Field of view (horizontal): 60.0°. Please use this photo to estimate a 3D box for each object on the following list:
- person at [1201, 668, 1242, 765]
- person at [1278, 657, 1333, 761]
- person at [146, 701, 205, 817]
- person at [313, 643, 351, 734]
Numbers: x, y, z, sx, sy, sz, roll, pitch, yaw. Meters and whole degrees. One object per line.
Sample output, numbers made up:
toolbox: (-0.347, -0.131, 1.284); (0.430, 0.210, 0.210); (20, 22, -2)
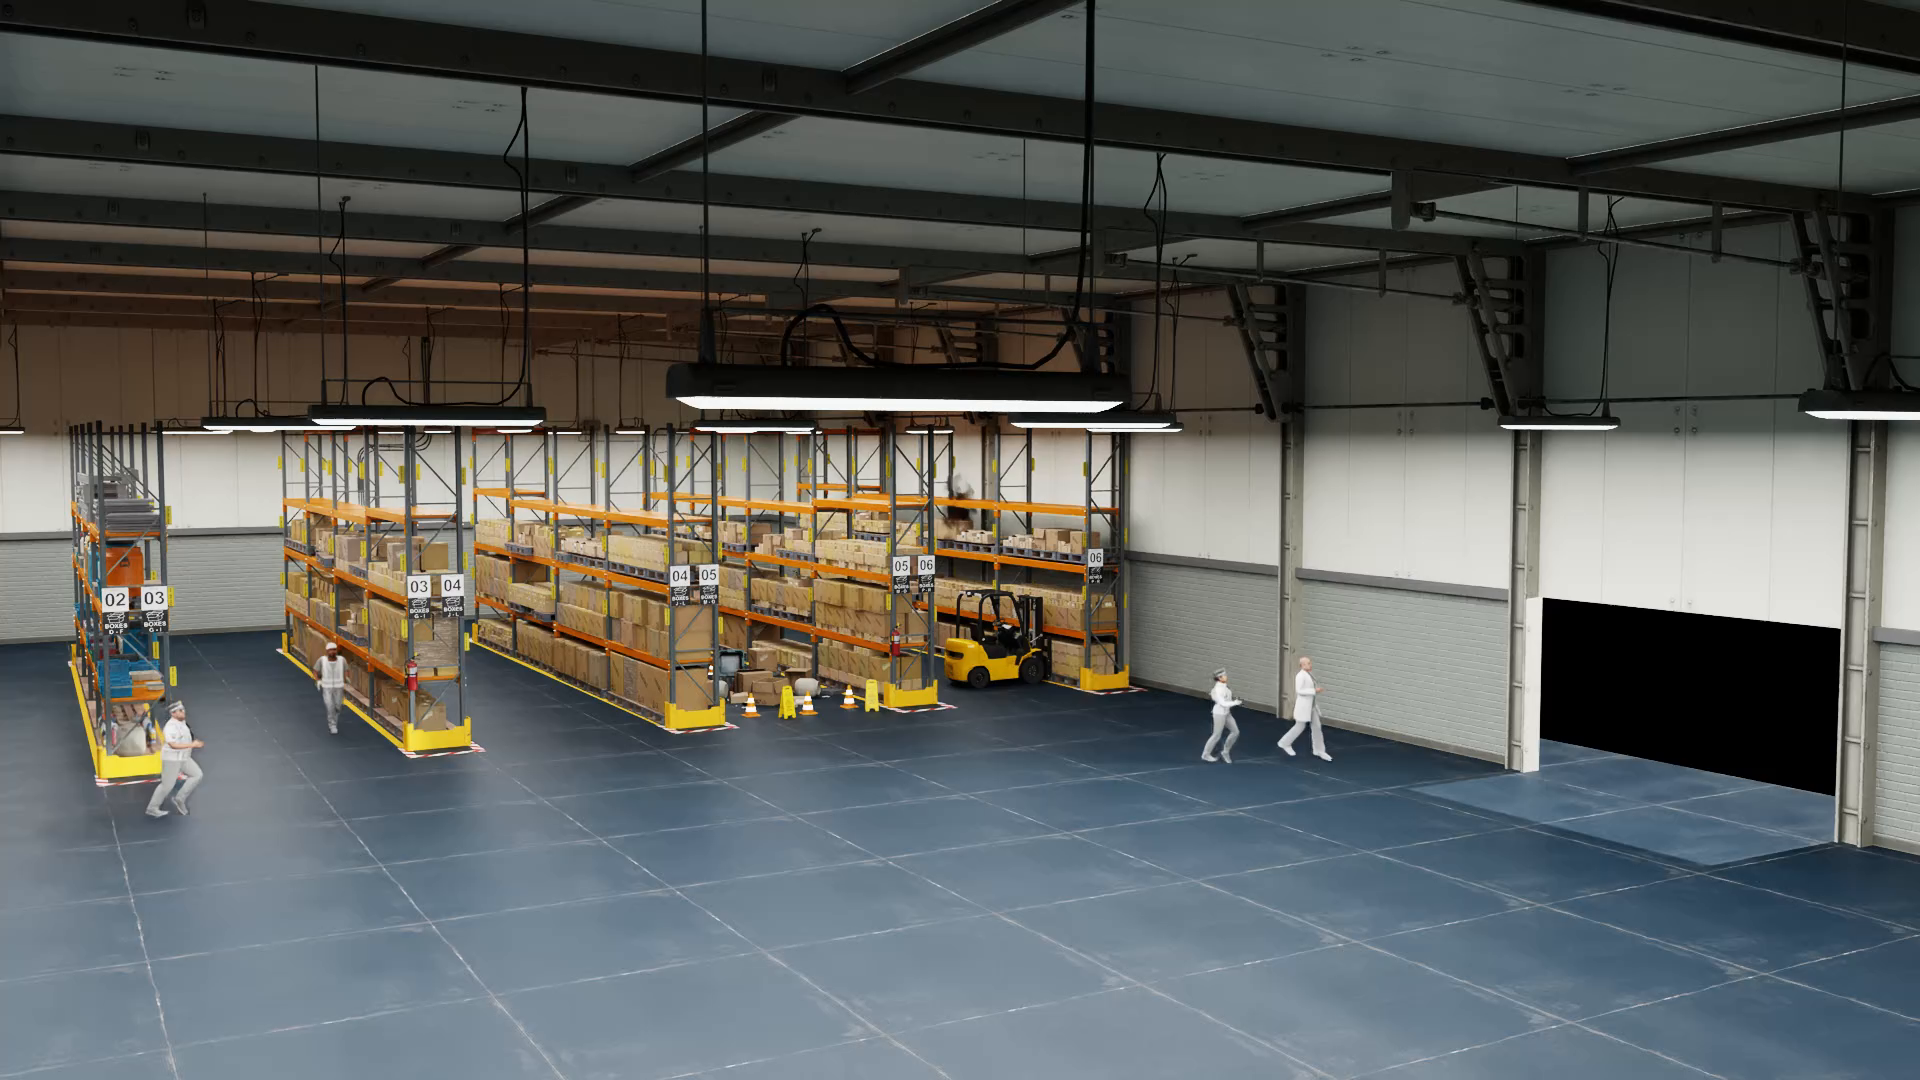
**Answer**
person: (4.590, 3.085, 29.083); (0.703, 1.720, 0.579); (2, 4, 25)
person: (6.127, 2.984, 29.540); (0.986, 1.808, 0.701); (3, 4, 36)
person: (-11.788, 3.289, 25.049); (0.866, 1.766, 0.677); (0, 4, -1)
person: (-12.240, 2.855, 32.386); (0.663, 1.746, 0.813); (-2, 4, -29)
